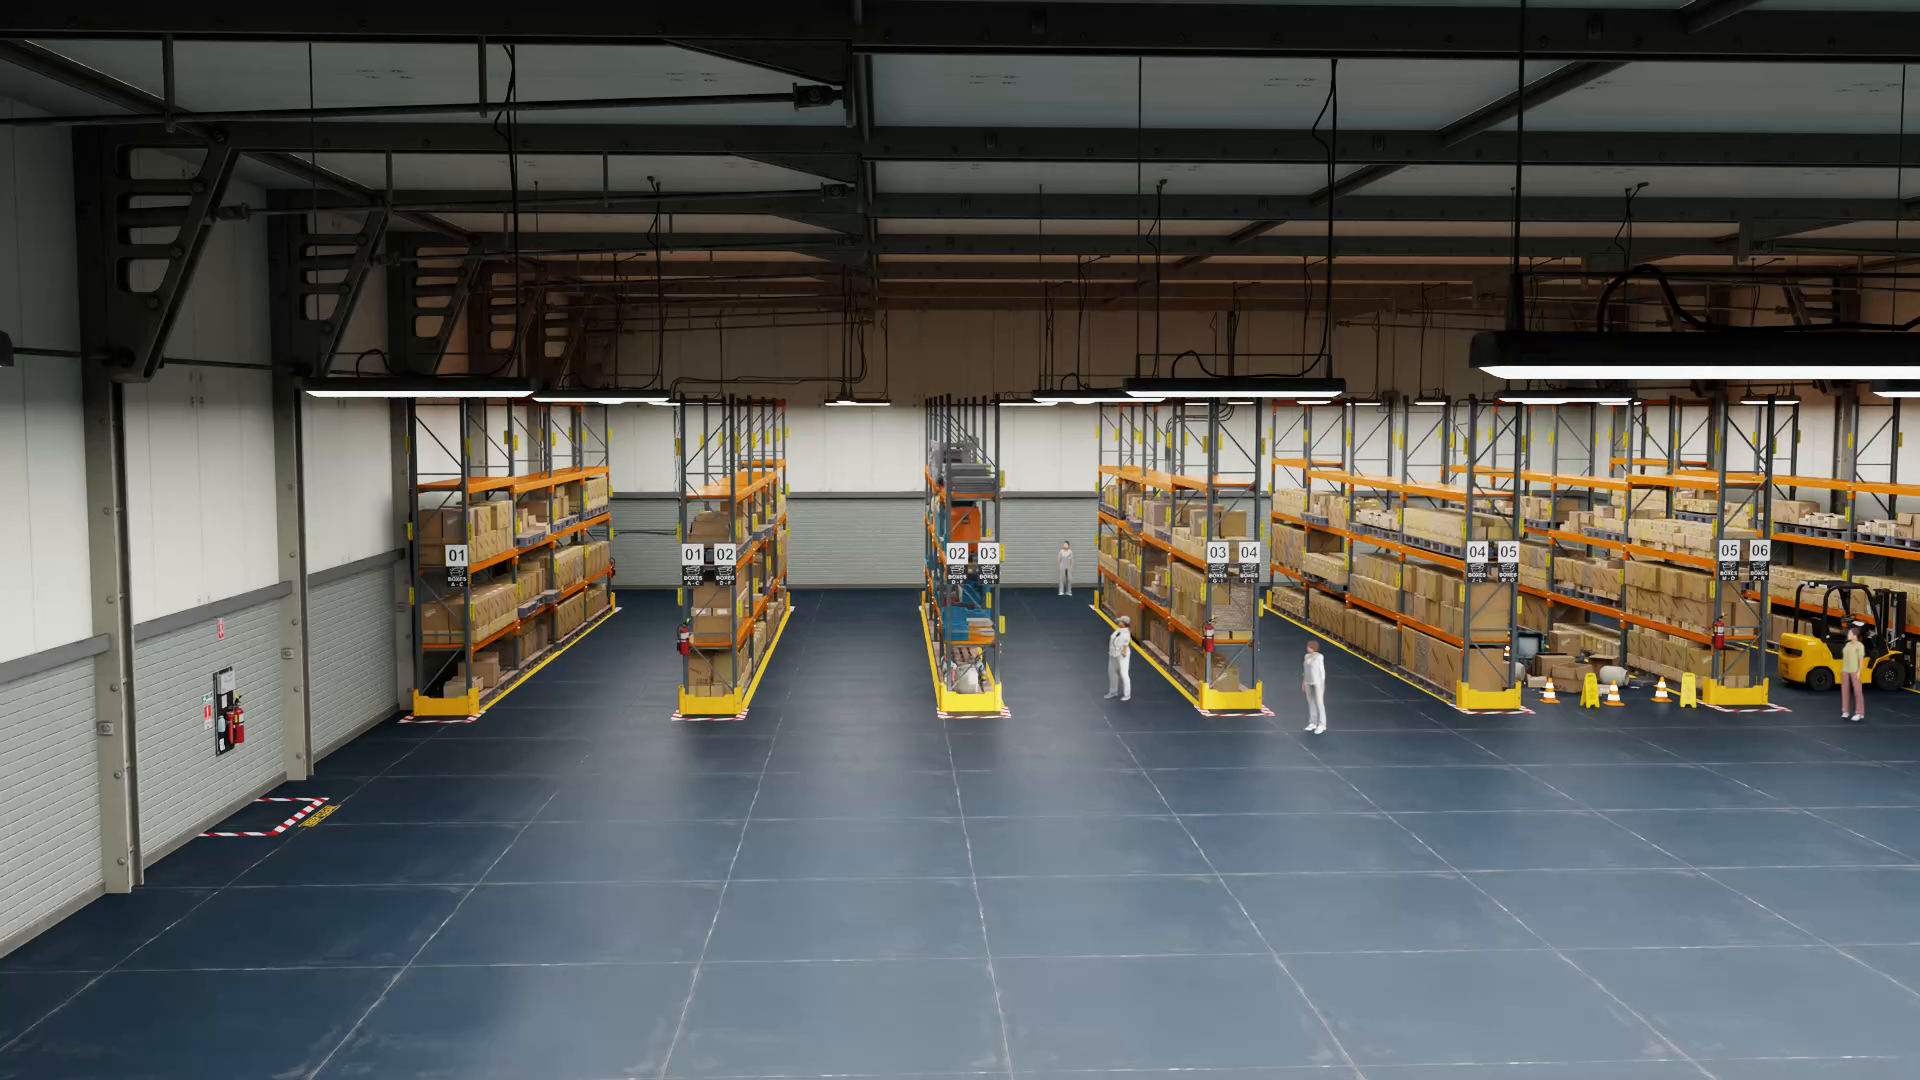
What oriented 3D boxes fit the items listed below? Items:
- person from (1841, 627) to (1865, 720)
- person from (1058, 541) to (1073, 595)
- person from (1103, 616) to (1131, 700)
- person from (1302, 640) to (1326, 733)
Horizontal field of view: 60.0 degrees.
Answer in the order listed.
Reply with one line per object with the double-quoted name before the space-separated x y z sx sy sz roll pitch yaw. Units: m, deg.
"person" 16.500 2.456 30.742 0.387 1.680 0.463 -3 5 -31
"person" 3.250 0.883 51.044 0.451 1.713 0.377 -1 5 -18
"person" 3.094 2.310 32.720 0.431 1.675 0.669 -2 5 -26
"person" 6.283 2.603 29.577 0.380 1.578 0.493 -4 6 -44
